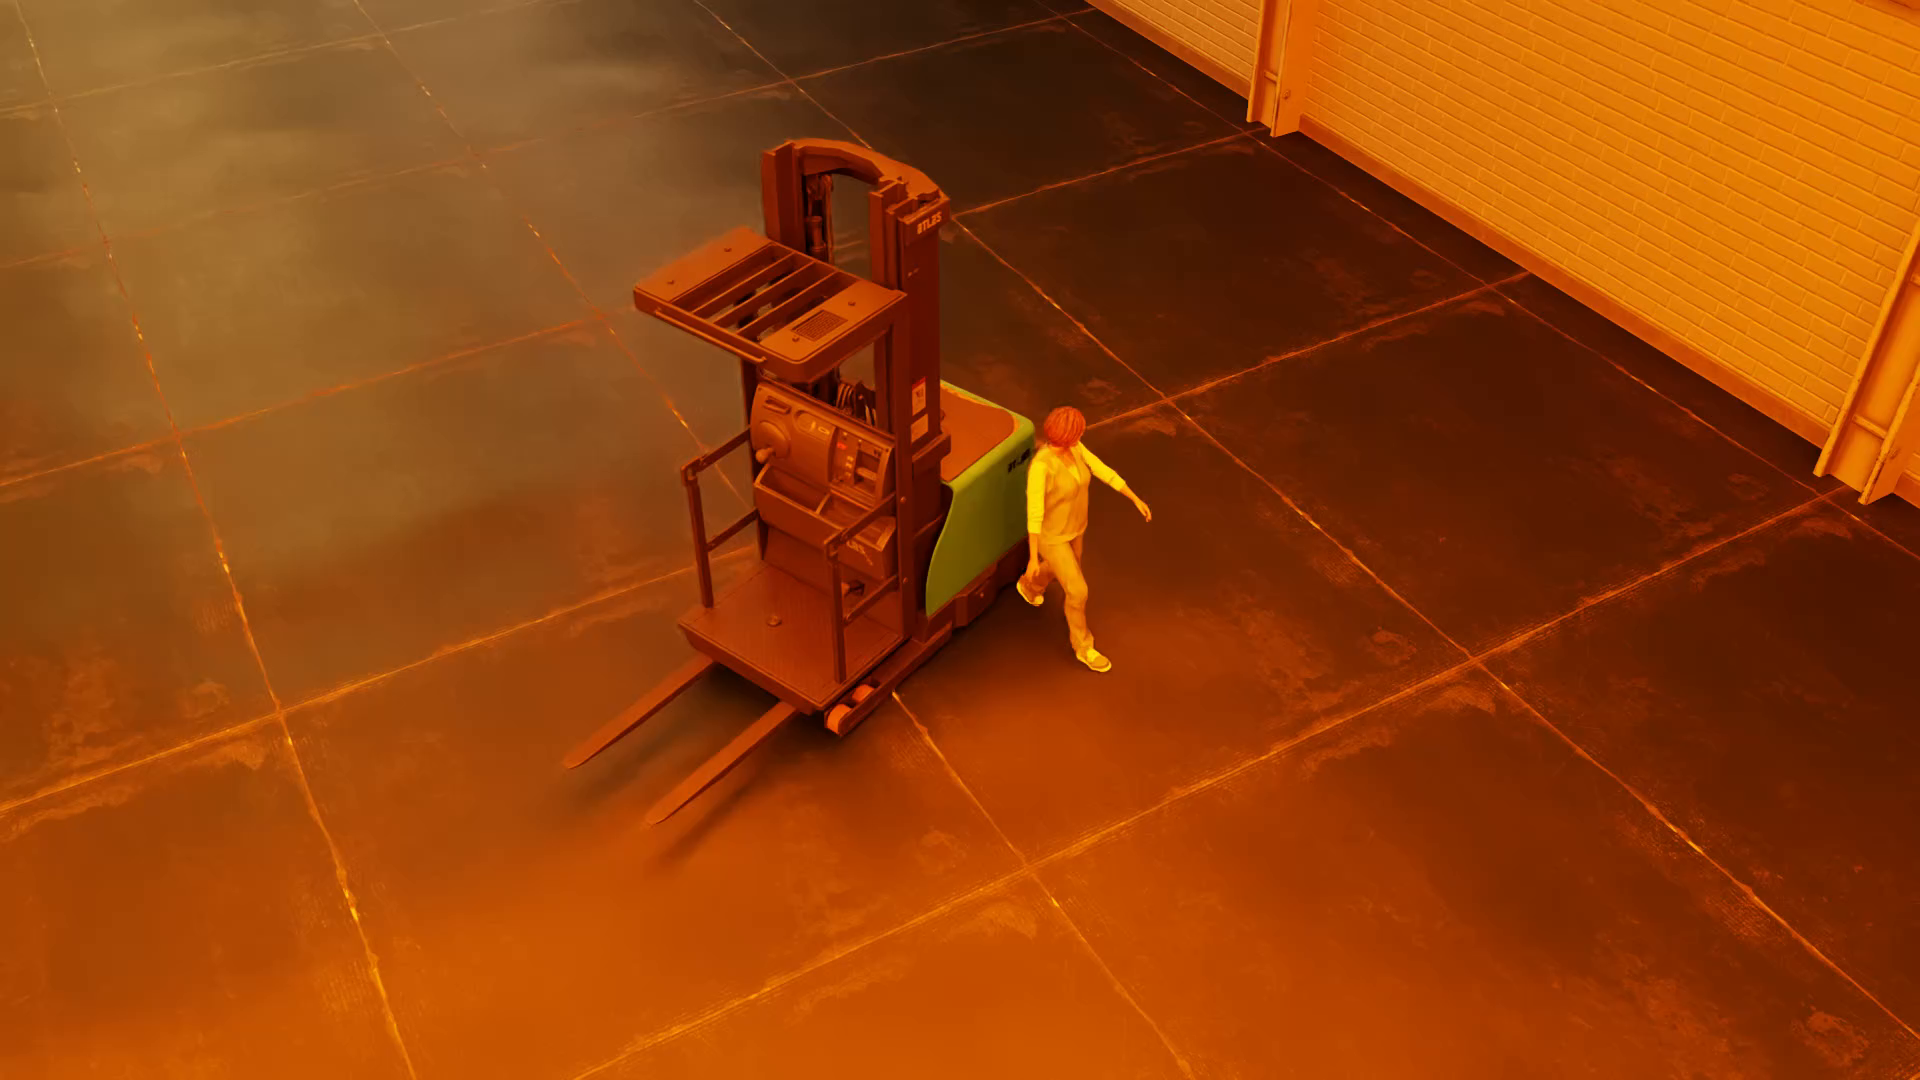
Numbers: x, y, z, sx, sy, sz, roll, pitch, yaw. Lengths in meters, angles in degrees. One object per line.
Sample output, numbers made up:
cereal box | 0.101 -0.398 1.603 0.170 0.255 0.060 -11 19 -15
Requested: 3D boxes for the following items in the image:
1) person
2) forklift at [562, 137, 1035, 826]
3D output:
person | 0.569 0.020 9.181 0.800 1.599 0.698 22 45 24
forklift | -0.861 -0.428 8.552 1.130 2.935 3.031 27 47 28
